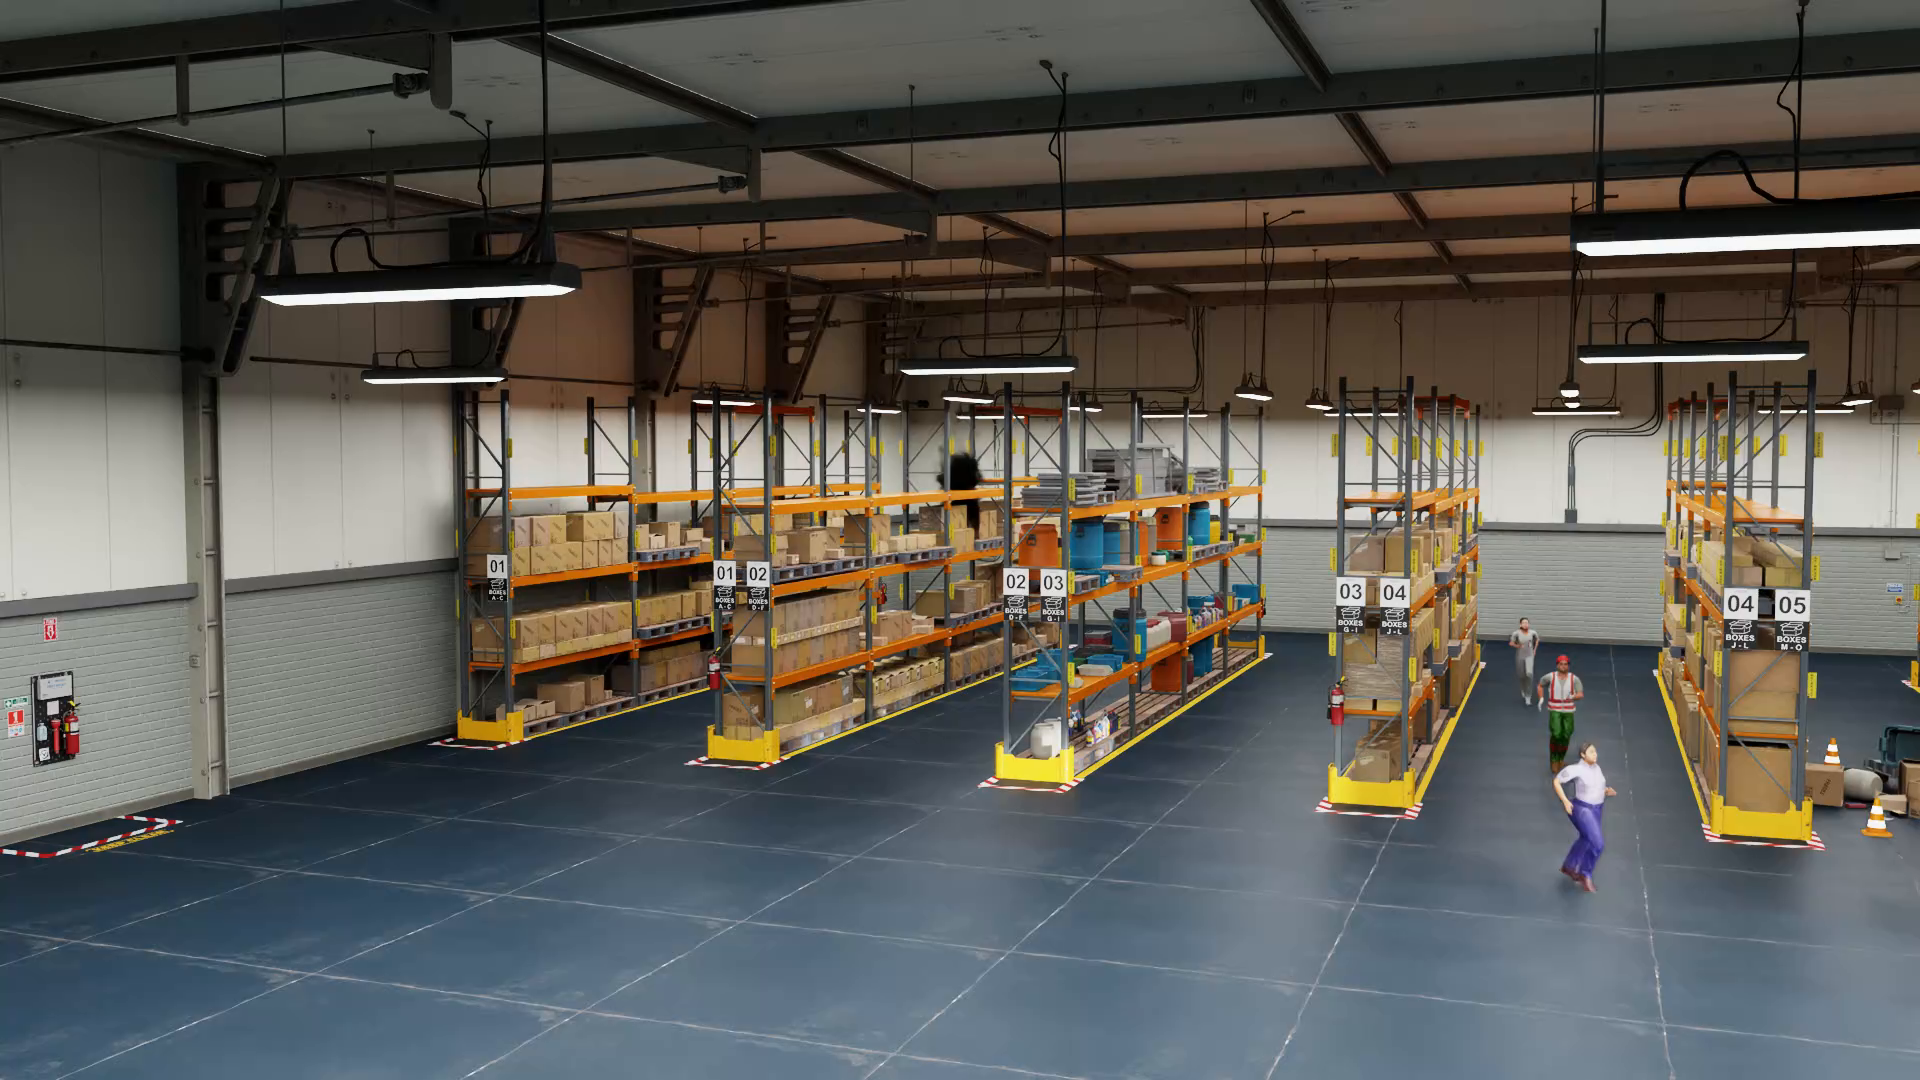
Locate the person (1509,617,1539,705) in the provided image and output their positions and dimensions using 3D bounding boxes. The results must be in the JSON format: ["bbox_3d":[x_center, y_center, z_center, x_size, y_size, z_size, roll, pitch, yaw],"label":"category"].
[{"bbox_3d":[11.132,2.376,32.842,0.538,1.716,0.903,1,3,22],"label":"person"}]

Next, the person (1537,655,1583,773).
[{"bbox_3d":[9.309,2.690,25.759,0.645,1.818,0.741,1,3,9],"label":"person"}]

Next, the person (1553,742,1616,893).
[{"bbox_3d":[7.131,3.147,18.928,0.577,1.698,0.720,-2,4,-37],"label":"person"}]
